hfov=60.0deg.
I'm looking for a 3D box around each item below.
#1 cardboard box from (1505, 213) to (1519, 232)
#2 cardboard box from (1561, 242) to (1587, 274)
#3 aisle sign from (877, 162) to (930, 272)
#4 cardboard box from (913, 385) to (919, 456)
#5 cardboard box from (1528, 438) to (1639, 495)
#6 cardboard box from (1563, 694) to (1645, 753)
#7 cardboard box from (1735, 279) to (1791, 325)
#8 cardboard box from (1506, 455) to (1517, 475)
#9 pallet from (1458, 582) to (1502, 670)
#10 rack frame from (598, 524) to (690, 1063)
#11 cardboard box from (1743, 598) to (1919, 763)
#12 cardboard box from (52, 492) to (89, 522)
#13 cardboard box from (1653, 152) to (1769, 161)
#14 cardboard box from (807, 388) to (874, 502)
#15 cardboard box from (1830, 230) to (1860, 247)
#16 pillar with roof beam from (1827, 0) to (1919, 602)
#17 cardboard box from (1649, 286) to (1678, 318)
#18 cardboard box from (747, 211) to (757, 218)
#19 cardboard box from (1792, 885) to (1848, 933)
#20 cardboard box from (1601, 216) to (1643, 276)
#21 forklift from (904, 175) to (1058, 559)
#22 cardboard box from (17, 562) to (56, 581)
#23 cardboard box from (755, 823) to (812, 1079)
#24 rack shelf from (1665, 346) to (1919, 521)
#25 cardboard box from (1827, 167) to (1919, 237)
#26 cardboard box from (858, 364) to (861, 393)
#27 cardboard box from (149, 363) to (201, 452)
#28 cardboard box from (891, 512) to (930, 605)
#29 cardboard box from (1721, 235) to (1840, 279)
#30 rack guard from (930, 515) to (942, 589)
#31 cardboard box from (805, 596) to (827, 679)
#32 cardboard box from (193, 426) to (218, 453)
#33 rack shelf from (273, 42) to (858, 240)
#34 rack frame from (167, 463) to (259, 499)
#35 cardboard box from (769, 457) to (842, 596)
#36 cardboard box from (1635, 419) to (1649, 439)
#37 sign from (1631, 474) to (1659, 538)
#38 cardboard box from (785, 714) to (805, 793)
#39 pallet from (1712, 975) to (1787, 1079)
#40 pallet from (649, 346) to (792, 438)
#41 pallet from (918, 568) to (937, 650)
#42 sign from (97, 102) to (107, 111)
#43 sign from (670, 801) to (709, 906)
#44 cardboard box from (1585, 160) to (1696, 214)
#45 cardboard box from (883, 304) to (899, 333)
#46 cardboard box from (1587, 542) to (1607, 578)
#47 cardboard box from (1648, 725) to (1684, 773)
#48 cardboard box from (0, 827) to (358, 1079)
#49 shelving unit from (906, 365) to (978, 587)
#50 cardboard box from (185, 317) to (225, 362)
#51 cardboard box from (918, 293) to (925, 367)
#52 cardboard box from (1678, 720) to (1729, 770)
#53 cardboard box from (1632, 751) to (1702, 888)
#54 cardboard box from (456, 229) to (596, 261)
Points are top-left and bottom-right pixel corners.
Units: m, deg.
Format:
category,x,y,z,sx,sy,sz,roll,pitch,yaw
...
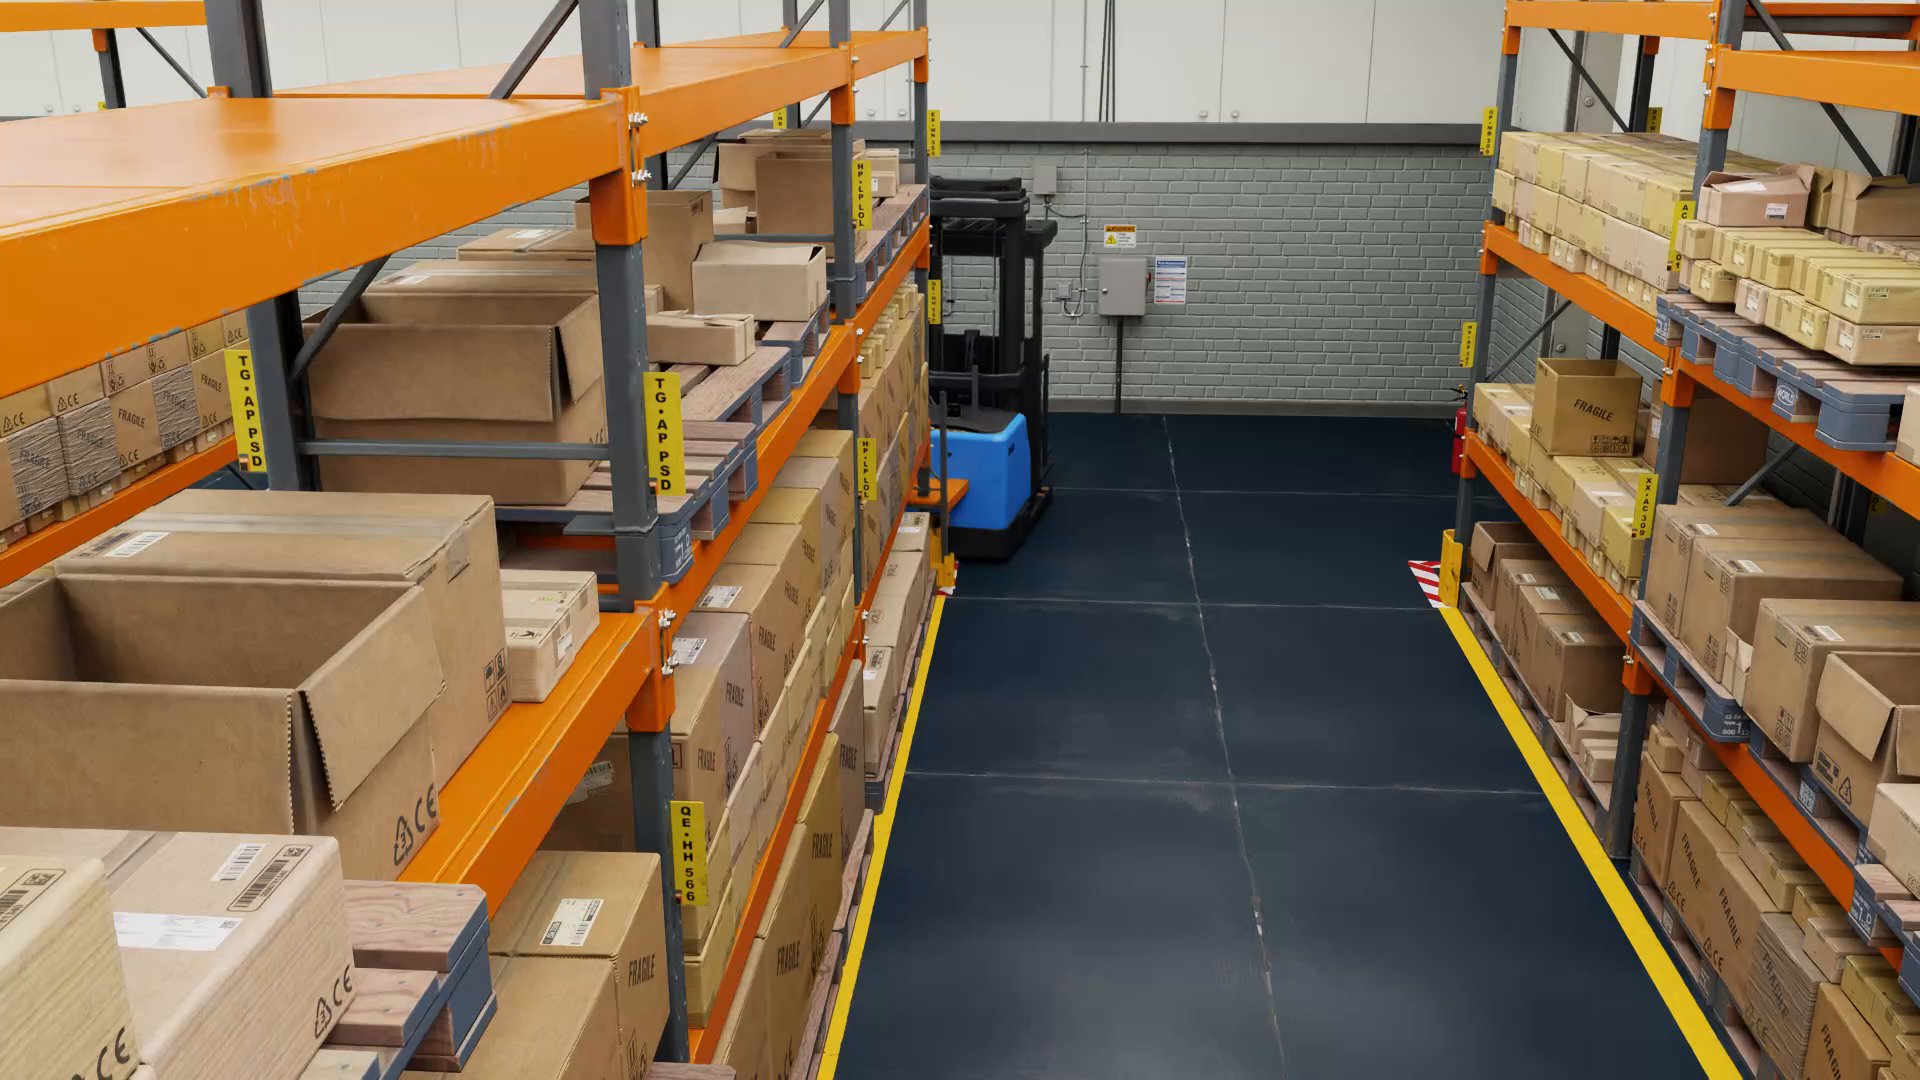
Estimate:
category,x,y,z,sx,sy,sz,roll,pitch,yaw
cardboard box,3.964,-2.200,11.407,0.380,0.149,0.250,2,18,5
cardboard box,3.744,-1.649,9.724,0.380,0.149,0.250,2,18,5
aisle sign,-0.418,-2.349,12.098,0.394,0.787,0.004,1,18,4
cardboard box,-0.554,-0.834,11.491,0.500,0.500,0.500,1,18,3
cardboard box,3.833,-0.450,10.242,0.500,0.250,0.500,1,18,2
cardboard box,3.705,1.063,9.577,0.396,0.266,0.258,2,18,6
cardboard box,3.437,-0.978,6.841,0.380,0.149,0.250,2,18,5
cardboard box,3.886,-0.533,11.137,0.380,0.149,0.250,2,18,6
pallet,4.157,0.608,11.728,1.003,0.211,1.213,1,18,4
rack frame,-1.306,1.387,4.873,1.000,3.000,0.127,1,18,4
cardboard box,3.581,0.557,6.571,0.700,0.500,0.500,1,18,4
cardboard box,-5.597,-0.223,10.190,0.380,0.149,0.250,2,18,5
cardboard box,4.338,-2.100,9.659,0.500,0.250,0.500,1,18,4
cardboard box,-0.743,-0.521,8.928,0.500,0.500,0.500,1,18,4
cardboard box,4.031,-1.264,7.238,0.380,0.149,0.250,1,18,4
pillar with roof beam,0.587,-2.889,8.288,9.100,9.000,0.400,1,18,4
cardboard box,3.663,-1.170,8.263,0.380,0.149,0.250,1,18,4
cardboard box,-1.273,-1.696,9.034,0.380,0.149,0.250,2,18,5
cardboard box,3.620,1.531,6.731,0.380,0.149,0.250,1,18,4
cardboard box,3.744,-1.558,8.808,0.500,0.250,0.500,1,18,2
forklift,0.210,-1.664,14.296,1.130,2.935,3.031,4,19,13
cardboard box,-6.128,0.260,11.261,0.380,0.149,0.250,2,18,5
cardboard box,-1.105,1.707,6.633,0.875,0.875,0.875,2,18,5
rack shelf,3.789,-0.208,6.079,1.077,0.370,4.000,1,18,4
cardboard box,3.993,-1.458,7.163,0.396,0.266,0.258,1,18,4
cardboard box,-0.735,-0.859,8.918,0.380,0.149,0.250,2,18,5
cardboard box,-5.521,-0.903,11.223,0.500,0.500,0.500,1,18,4
cardboard box,-0.680,0.127,12.157,0.875,0.438,0.875,1,18,2
cardboard box,3.465,-1.195,7.026,0.380,0.149,0.250,1,18,3
rack guard,-0.730,0.083,12.868,1.175,0.500,0.348,1,18,4
cardboard box,-0.868,0.437,7.210,0.500,0.250,0.500,2,18,5
cardboard box,-5.471,-0.716,11.693,0.380,0.149,0.250,2,18,5
rack shelf,-1.162,-1.553,6.009,1.077,0.370,4.000,1,18,4
rack frame,-5.677,-1.177,12.698,1.000,3.000,0.127,1,18,4
cardboard box,-0.830,-0.073,7.562,0.500,0.500,0.500,2,18,5
cardboard box,4.372,-0.596,10.687,0.500,0.250,0.500,2,18,6
sign,3.390,-0.167,8.225,0.100,0.325,0.005,1,18,4
cardboard box,-0.925,0.836,6.796,0.500,0.250,0.500,1,18,4
pallet,3.827,2.213,6.831,1.003,0.211,1.213,1,18,4
pallet,-1.235,-0.497,6.110,1.003,0.211,1.213,2,18,6
pallet,-0.711,0.477,12.127,1.003,0.211,1.213,1,18,4
sign,-6.218,-3.030,12.131,0.100,0.325,0.005,1,18,4
sign,-0.764,0.883,4.677,0.100,0.325,0.005,1,18,4
cardboard box,3.801,-1.956,9.218,0.500,0.250,0.500,2,18,5
cardboard box,-0.595,-1.415,10.617,0.380,0.149,0.250,2,18,5
cardboard box,3.695,0.106,9.185,0.380,0.149,0.250,2,18,5
cardboard box,3.641,1.040,8.231,0.380,0.149,0.250,2,18,7
cardboard box,-1.101,0.588,2.059,0.500,0.250,0.500,1,18,3
shelving unit,-0.217,-0.530,12.945,0.587,1.500,1.083,4,18,13
cardboard box,-5.498,-1.536,11.549,0.500,0.500,0.500,1,18,2
cardboard box,-0.529,-1.465,11.812,0.500,0.500,0.500,2,18,6
cardboard box,3.670,0.980,7.935,0.380,0.149,0.250,0,18,1
cardboard box,3.673,1.388,8.211,0.500,0.500,0.500,2,18,6
cardboard box,-1.469,-0.840,6.016,0.500,0.500,0.500,1,18,4
